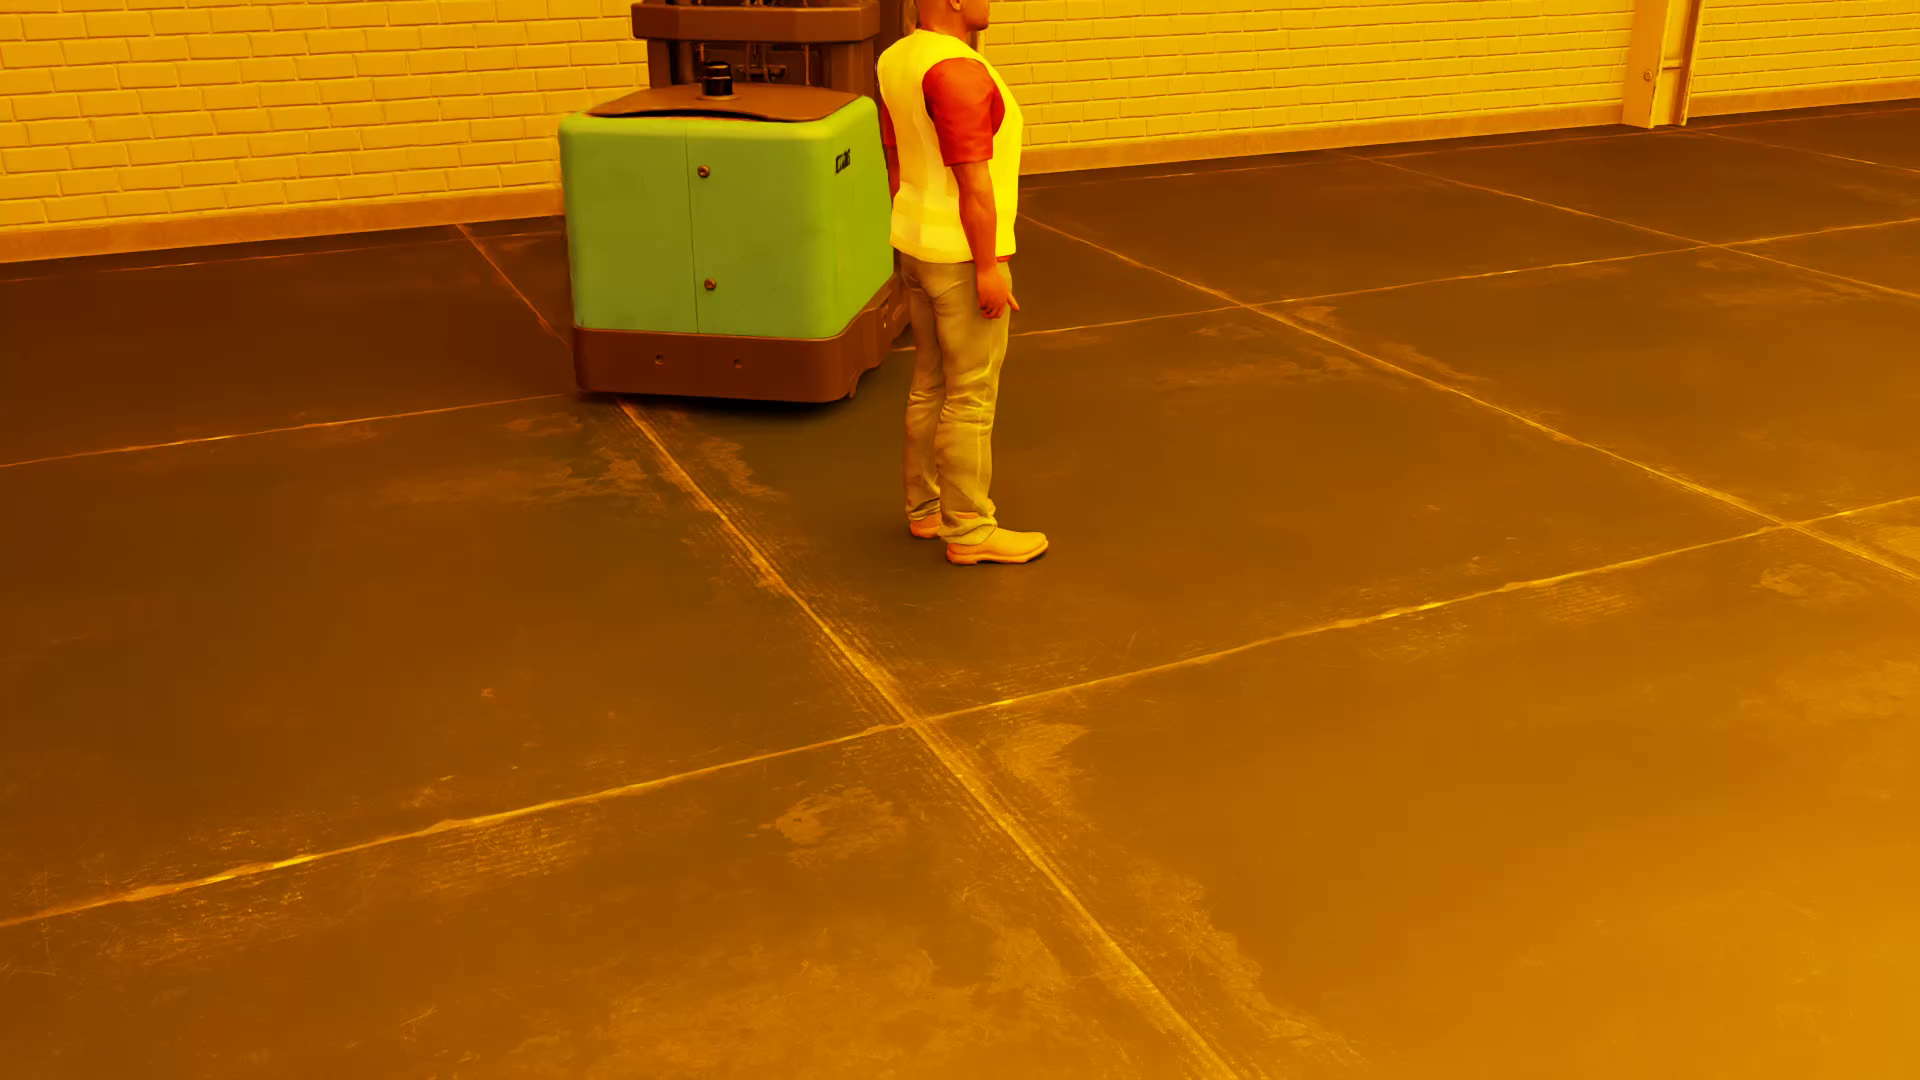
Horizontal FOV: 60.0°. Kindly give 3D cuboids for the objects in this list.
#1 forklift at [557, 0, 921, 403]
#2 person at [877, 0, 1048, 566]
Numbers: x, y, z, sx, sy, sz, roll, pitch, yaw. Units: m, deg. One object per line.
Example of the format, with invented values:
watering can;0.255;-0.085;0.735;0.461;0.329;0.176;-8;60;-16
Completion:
forklift;-0.707;-2.392;7.045;1.130;2.935;3.031;4;23;9
person;-0.002;-0.819;4.777;0.388;1.770;0.556;-10;25;-23
